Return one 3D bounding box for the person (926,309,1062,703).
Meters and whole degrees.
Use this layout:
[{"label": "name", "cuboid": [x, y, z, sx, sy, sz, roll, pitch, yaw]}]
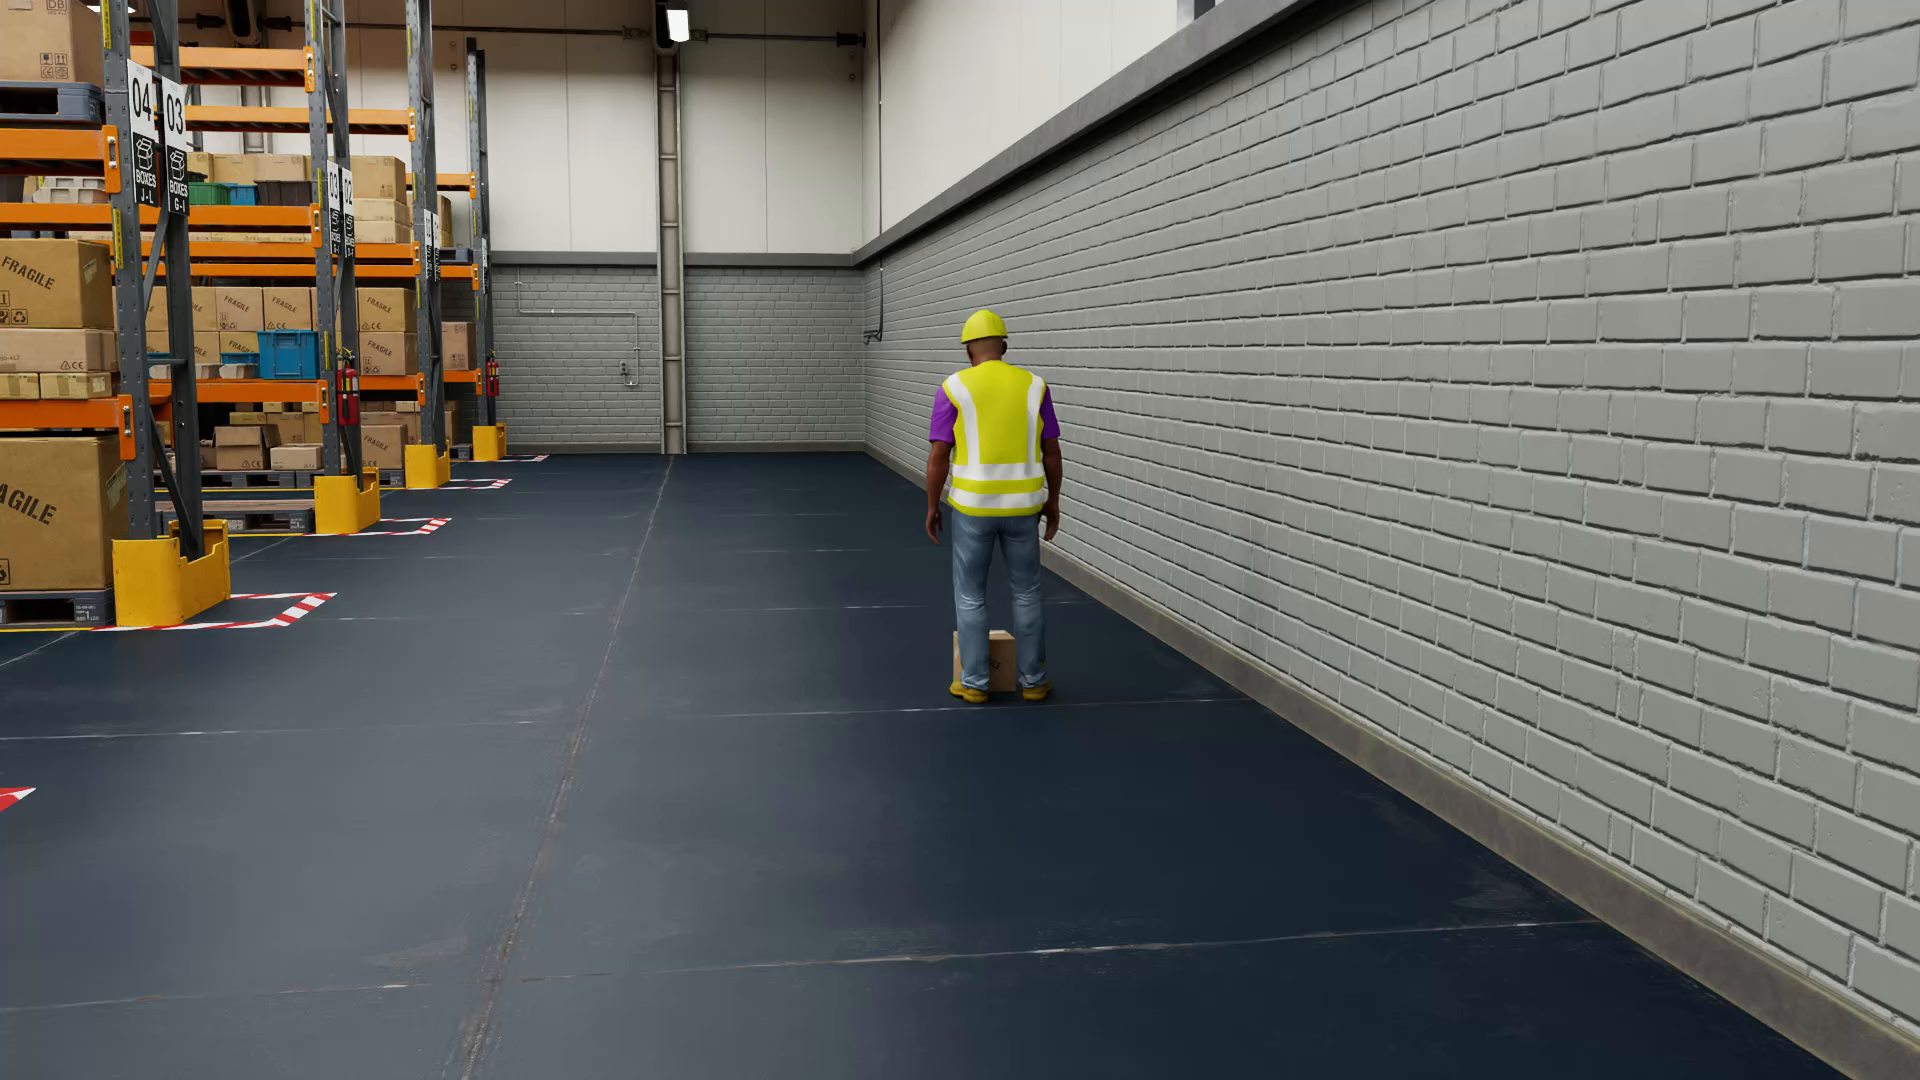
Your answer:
[{"label": "person", "cuboid": [0.151, -0.154, 7.504, 0.632, 1.759, 0.461, -1, 7, -12]}]
